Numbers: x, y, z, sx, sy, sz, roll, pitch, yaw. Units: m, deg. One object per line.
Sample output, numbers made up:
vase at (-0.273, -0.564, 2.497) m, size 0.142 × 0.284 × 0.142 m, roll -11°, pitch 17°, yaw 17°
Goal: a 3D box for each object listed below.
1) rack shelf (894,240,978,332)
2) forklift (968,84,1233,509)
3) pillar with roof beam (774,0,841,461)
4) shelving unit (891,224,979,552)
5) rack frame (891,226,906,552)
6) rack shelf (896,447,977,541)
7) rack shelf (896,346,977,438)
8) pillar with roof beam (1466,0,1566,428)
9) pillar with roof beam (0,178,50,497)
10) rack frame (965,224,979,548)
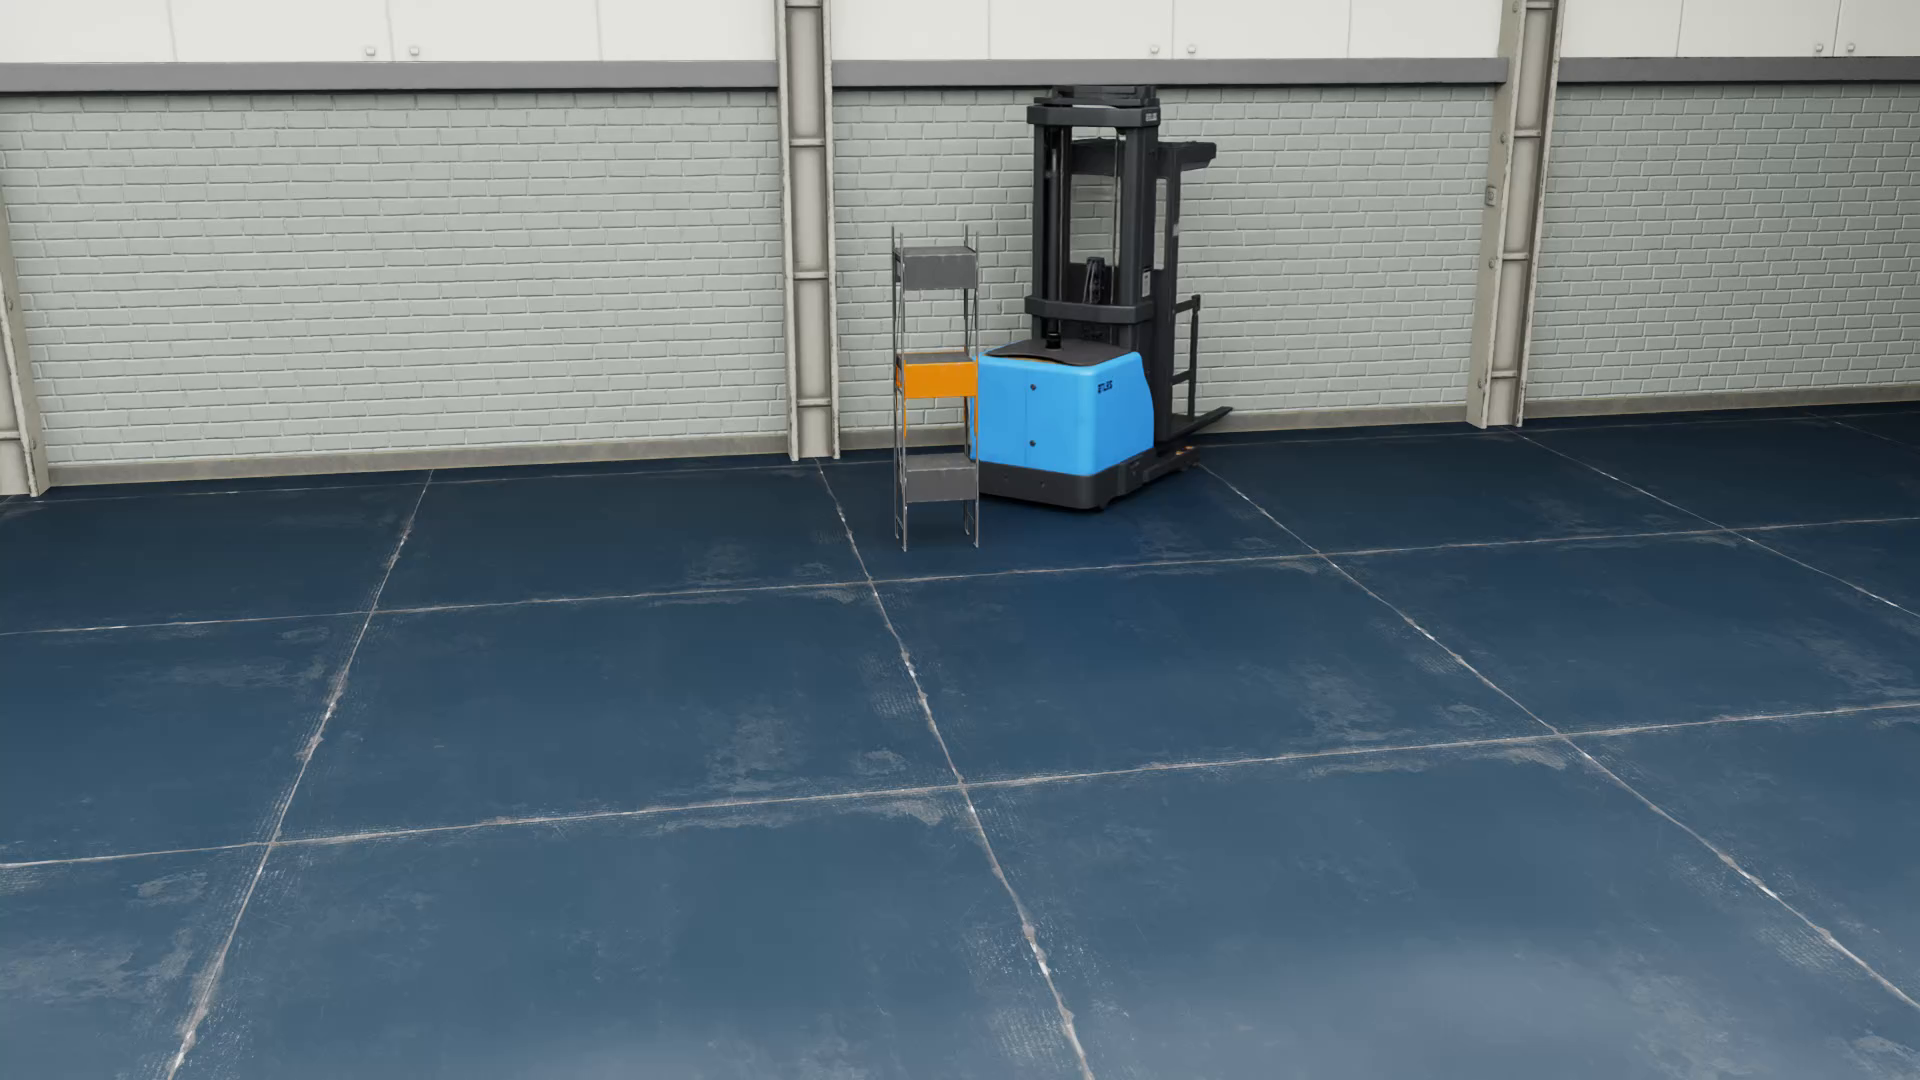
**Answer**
rack shelf at (-0.163, -1.651, 10.772) m, size 0.480 × 0.518 × 0.431 m, roll -3°, pitch 17°, yaw -10°
forklift at (1.261, -2.000, 12.830) m, size 1.130 × 2.935 × 3.031 m, roll 10°, pitch 20°, yaw 30°
pillar with roof beam at (-0.375, -3.754, 8.209) m, size 0.400 × 9.000 × 9.100 m, roll -3°, pitch 17°, yaw -10°
shelving unit at (-0.163, -0.995, 10.974) m, size 0.503 × 2.100 × 0.431 m, roll -3°, pitch 17°, yaw -10°
rack frame at (-0.402, -0.981, 10.929) m, size 0.015 × 2.100 × 0.400 m, roll -3°, pitch 17°, yaw -10°
rack shelf at (-0.163, -0.312, 11.183) m, size 0.480 × 0.518 × 0.431 m, roll -3°, pitch 17°, yaw -10°
rack shelf at (-0.163, -0.981, 10.978) m, size 0.480 × 0.518 × 0.431 m, roll -3°, pitch 17°, yaw -10°
pillar with roof beam at (5.516, -4.089, 9.297) m, size 0.400 × 9.000 × 9.100 m, roll -3°, pitch 17°, yaw -10°
pillar with roof beam at (-6.266, -3.420, 7.121) m, size 0.400 × 9.000 × 9.100 m, roll -3°, pitch 17°, yaw -10°
rack frame at (0.077, -1.008, 11.018) m, size 0.015 × 2.100 × 0.400 m, roll -3°, pitch 17°, yaw -10°
